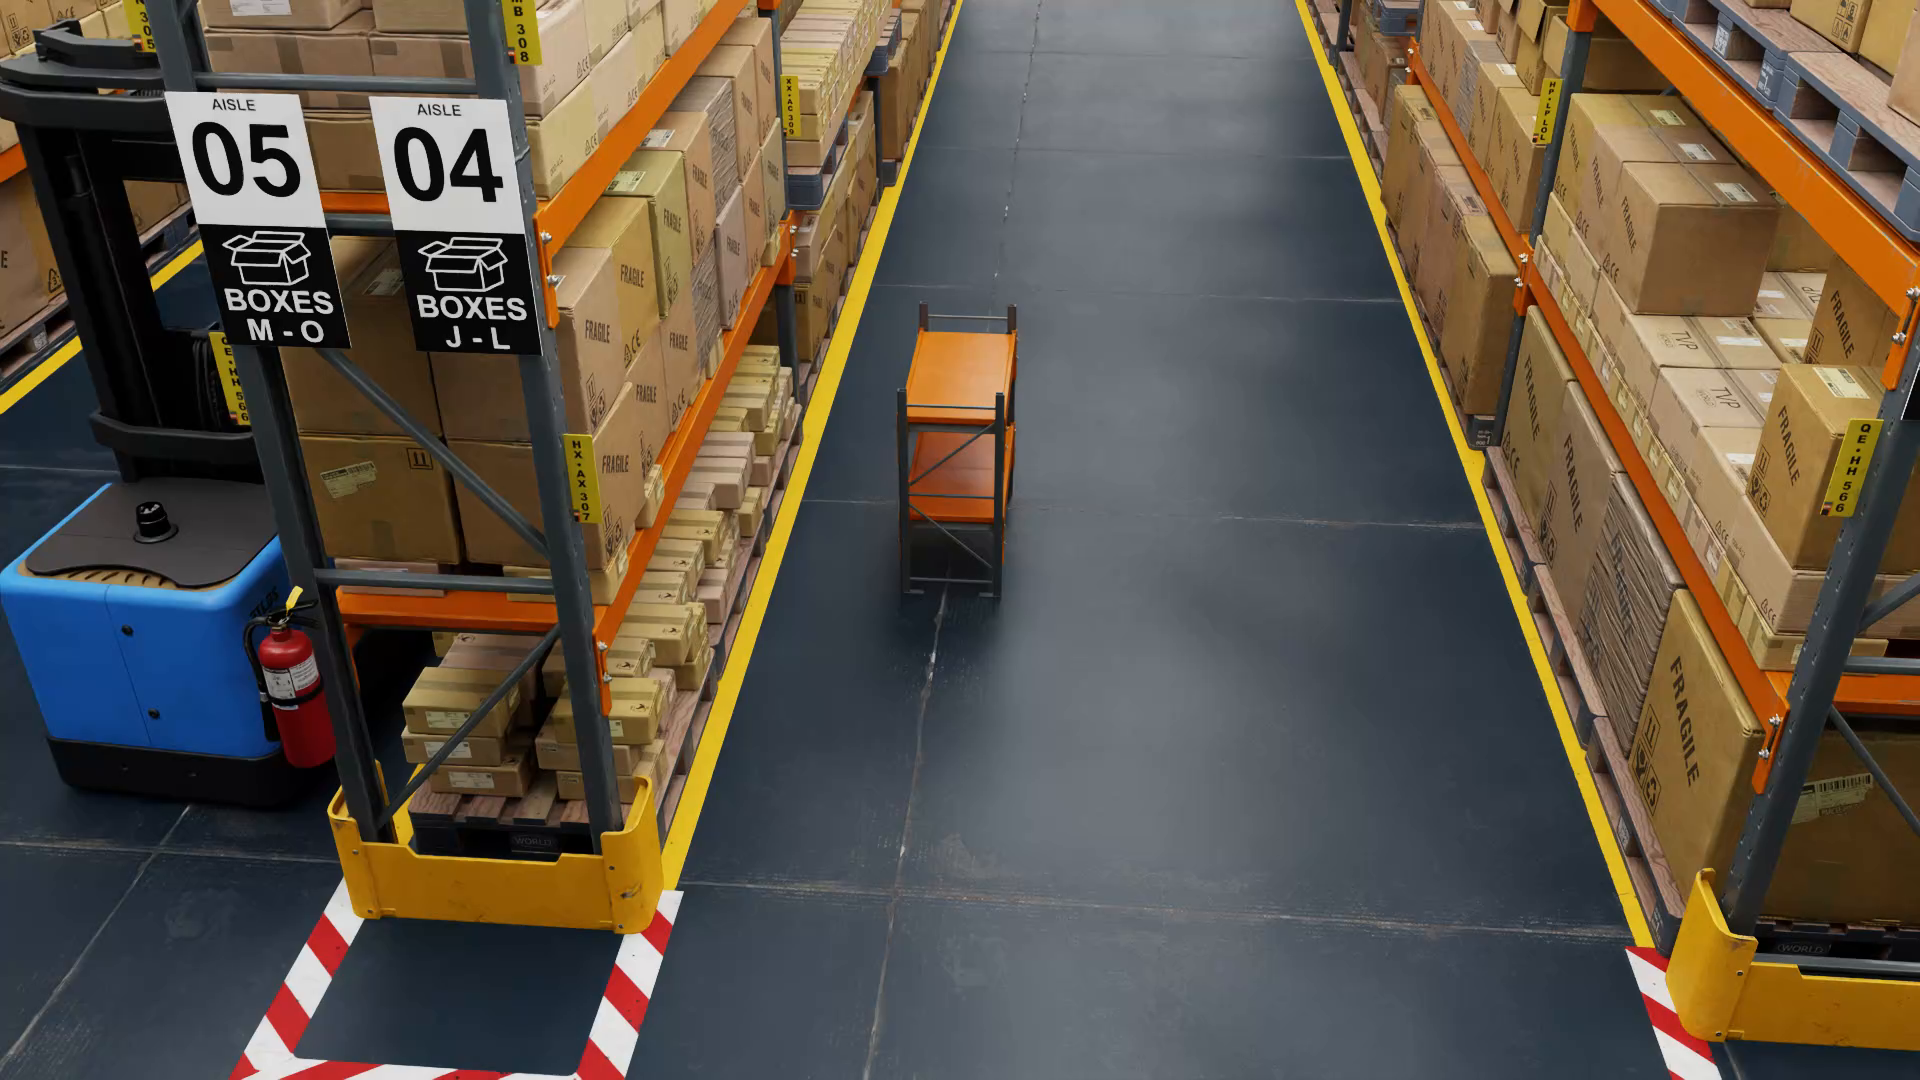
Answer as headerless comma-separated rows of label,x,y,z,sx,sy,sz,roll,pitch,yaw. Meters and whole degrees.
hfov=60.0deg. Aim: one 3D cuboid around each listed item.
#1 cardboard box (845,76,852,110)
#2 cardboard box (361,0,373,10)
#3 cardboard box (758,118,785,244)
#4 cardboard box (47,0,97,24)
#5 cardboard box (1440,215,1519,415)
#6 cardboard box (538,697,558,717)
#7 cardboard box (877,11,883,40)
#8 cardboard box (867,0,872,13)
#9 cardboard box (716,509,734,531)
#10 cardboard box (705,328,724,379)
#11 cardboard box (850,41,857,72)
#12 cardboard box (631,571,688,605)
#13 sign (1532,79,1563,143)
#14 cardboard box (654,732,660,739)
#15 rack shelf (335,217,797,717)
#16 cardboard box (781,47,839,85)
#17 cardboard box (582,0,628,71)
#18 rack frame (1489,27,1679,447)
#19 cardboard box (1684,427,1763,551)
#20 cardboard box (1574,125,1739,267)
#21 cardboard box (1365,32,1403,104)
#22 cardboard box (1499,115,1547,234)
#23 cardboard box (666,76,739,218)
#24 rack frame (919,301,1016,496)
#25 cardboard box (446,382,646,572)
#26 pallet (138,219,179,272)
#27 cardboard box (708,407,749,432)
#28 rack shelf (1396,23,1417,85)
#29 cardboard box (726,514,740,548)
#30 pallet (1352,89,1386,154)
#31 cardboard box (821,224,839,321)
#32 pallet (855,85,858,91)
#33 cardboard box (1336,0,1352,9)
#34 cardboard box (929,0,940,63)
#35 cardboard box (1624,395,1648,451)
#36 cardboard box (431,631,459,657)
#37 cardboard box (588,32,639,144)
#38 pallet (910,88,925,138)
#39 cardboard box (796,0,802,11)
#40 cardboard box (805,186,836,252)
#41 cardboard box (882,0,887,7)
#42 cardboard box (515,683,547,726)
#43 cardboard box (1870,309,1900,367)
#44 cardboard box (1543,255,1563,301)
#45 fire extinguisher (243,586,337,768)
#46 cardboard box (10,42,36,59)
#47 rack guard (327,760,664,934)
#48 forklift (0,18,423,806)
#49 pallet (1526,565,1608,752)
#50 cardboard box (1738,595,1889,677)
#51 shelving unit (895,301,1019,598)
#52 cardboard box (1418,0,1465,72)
cardboard box,-0.865,-2.741,10.178,0.380,0.149,0.250,1,32,2
cardboard box,-1.933,-1.759,5.172,0.380,0.149,0.250,3,32,5
cardboard box,-1.196,-1.847,8.509,0.500,0.500,0.500,3,32,4
cardboard box,-5.965,-3.587,10.663,0.500,0.500,0.500,2,32,3
cardboard box,3.529,-1.288,9.605,1.225,0.875,0.875,3,32,4
cardboard box,-1.902,0.626,7.191,0.380,0.149,0.250,2,32,4
cardboard box,-0.737,-3.564,11.514,0.380,0.149,0.250,3,32,5
cardboard box,-0.783,-3.550,10.923,0.380,0.149,0.250,2,32,4
cardboard box,-1.322,-0.173,8.205,0.380,0.149,0.250,1,32,2
cardboard box,-1.284,-0.856,7.519,0.380,0.149,0.250,3,32,5
cardboard box,-0.846,-3.014,10.337,0.380,0.149,0.250,2,32,3
cardboard box,-1.394,0.262,7.215,0.380,0.149,0.250,1,32,2
sign,2.955,-2.155,8.360,0.100,0.325,0.005,2,32,4
cardboard box,-1.463,0.783,6.937,0.380,0.149,0.250,2,32,4
rack shelf,-1.601,-0.591,7.535,1.077,0.370,4.000,2,32,4
cardboard box,-0.908,-2.734,9.599,0.380,0.149,0.250,3,32,4
cardboard box,-1.428,-1.768,5.568,0.500,0.250,0.500,2,32,3
rack frame,3.497,-1.678,8.614,1.000,3.000,0.127,2,32,4
cardboard box,2.988,-0.179,6.041,0.500,0.250,0.500,2,32,3
cardboard box,3.155,-1.563,7.572,0.500,0.500,0.500,2,32,4
cardboard box,3.974,-4.123,14.544,0.700,0.500,0.500,0,32,0
cardboard box,3.263,-1.977,9.003,0.500,0.500,0.500,3,32,4
cardboard box,-1.300,-1.743,7.387,0.500,0.500,0.500,3,32,5
rack frame,0.041,-0.741,8.880,0.500,1.125,0.032,2,32,4
cardboard box,-1.452,-0.243,5.907,0.500,0.500,0.500,4,32,6
pallet,-6.296,-1.960,11.730,1.003,0.211,1.213,2,32,4
cardboard box,-1.301,-0.566,8.559,0.380,0.149,0.250,3,32,6
rack shelf,3.985,-4.509,13.893,1.077,0.370,4.000,2,32,4
cardboard box,-1.303,-0.013,8.230,0.380,0.149,0.250,3,32,5
pallet,3.990,-3.627,14.434,1.003,0.211,1.213,2,32,4
cardboard box,-1.072,-1.709,10.646,0.500,0.500,0.500,4,32,6
pallet,-1.233,-2.916,10.805,1.003,0.211,1.213,2,32,4
cardboard box,4.232,-5.811,17.303,0.500,0.500,0.500,0,32,0
cardboard box,-0.748,-5.018,15.778,1.050,0.750,0.750,2,32,4
cardboard box,2.997,-0.479,6.907,0.380,0.149,0.250,3,32,5
cardboard box,-2.001,0.373,7.035,0.380,0.149,0.250,2,32,3
cardboard box,-1.425,-1.563,5.711,0.500,0.250,0.500,3,32,6
pallet,-0.871,-3.892,14.865,1.003,0.211,1.213,2,32,4
cardboard box,-1.350,-3.881,12.027,0.380,0.149,0.250,2,32,3
cardboard box,-1.074,-2.030,10.453,0.500,0.250,0.500,3,32,5
cardboard box,-0.719,-3.815,11.637,0.380,0.149,0.250,4,32,6
cardboard box,-1.930,0.635,6.895,0.380,0.149,0.250,2,32,3
cardboard box,3.520,-0.469,5.797,0.500,0.500,0.500,2,32,3
cardboard box,3.120,-1.293,8.229,0.380,0.149,0.250,1,32,2
fire extinguisher,-2.244,0.453,5.586,0.296,0.674,0.183,2,32,4
cardboard box,-5.981,-3.005,10.433,0.500,0.250,0.500,3,32,5
rack guard,-1.758,1.173,6.369,1.175,0.500,0.348,2,32,4
forklift,-3.063,-0.912,7.437,1.130,2.935,3.031,5,32,7
pallet,3.260,0.543,7.667,1.003,0.211,1.213,2,32,4
cardboard box,2.872,0.320,5.610,0.380,0.149,0.250,3,32,5
shelving unit,-0.001,-0.475,8.449,0.538,1.125,1.048,2,32,4
cardboard box,3.512,-3.570,11.588,0.500,0.500,0.500,3,32,5
